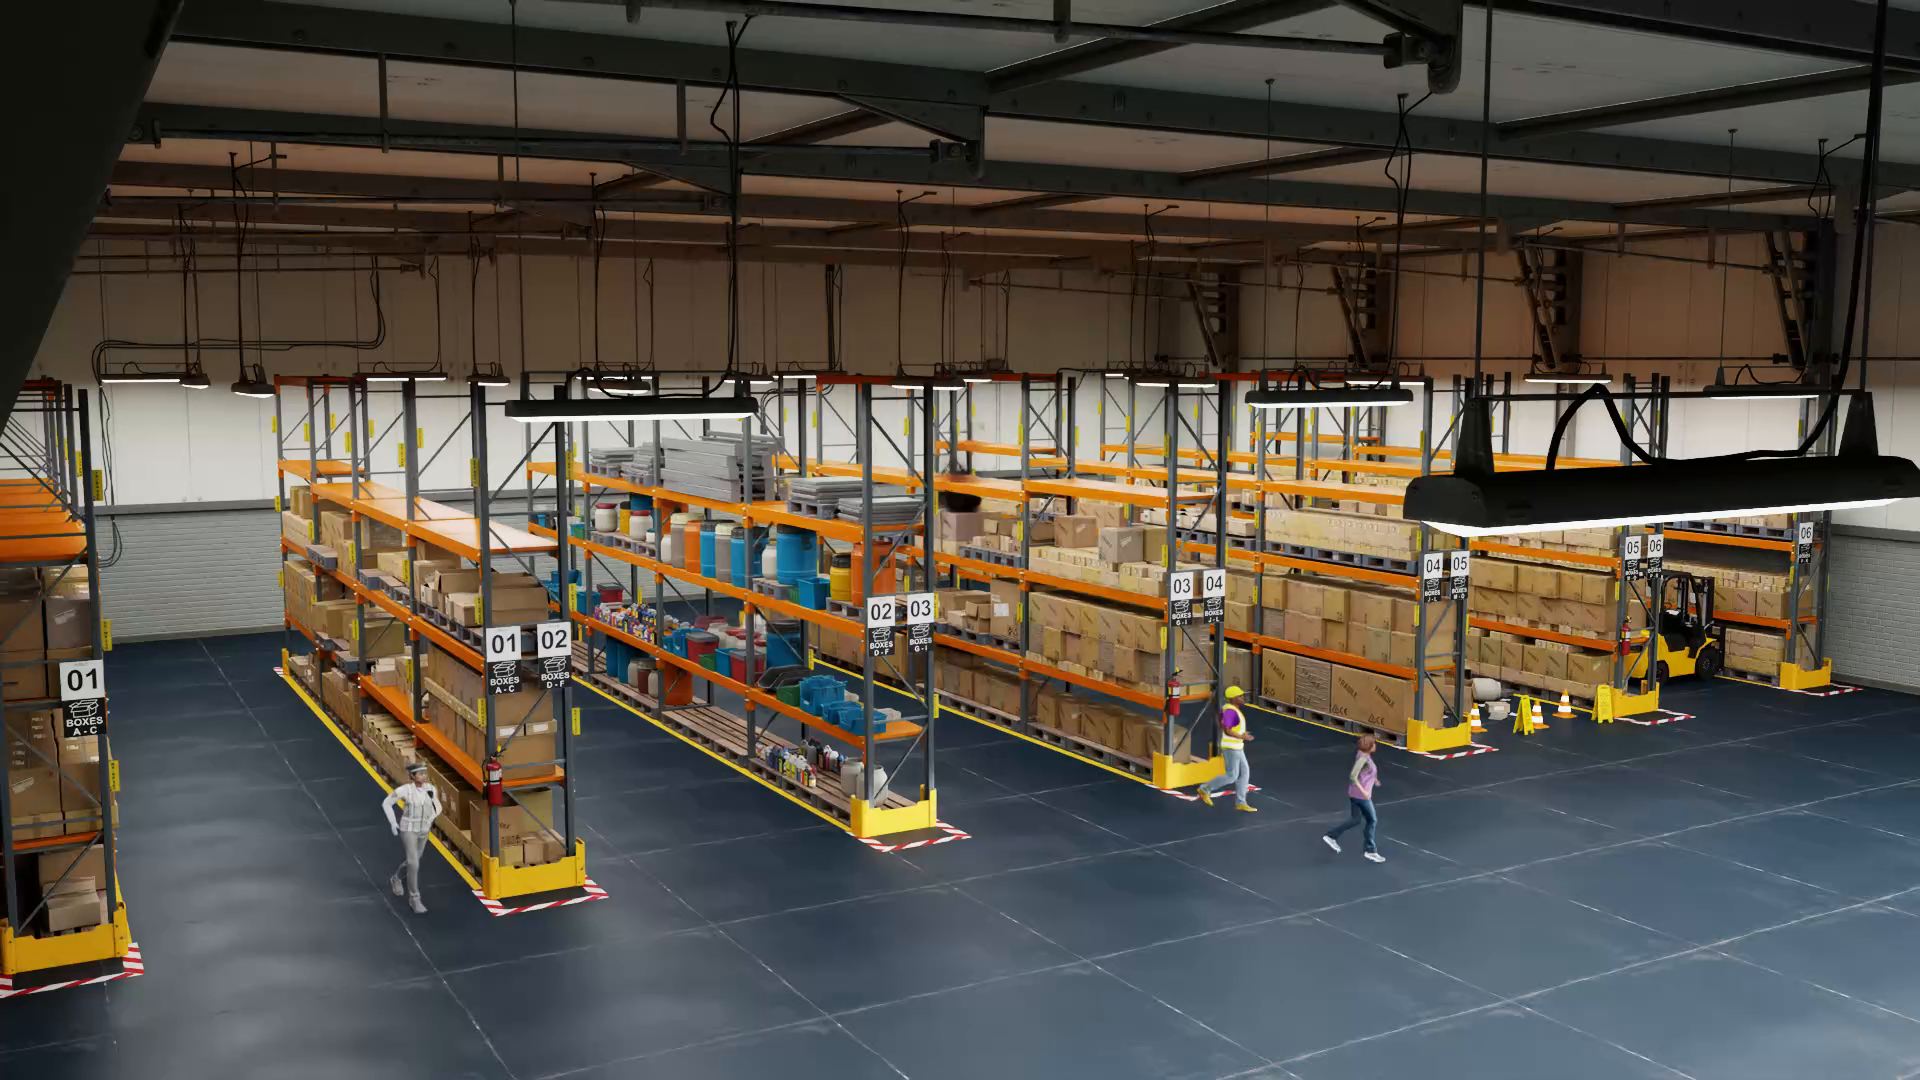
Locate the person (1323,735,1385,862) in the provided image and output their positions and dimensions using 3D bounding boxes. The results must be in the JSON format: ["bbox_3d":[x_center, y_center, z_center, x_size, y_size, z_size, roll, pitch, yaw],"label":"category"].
[{"bbox_3d":[4.984,3.244,20.976,0.775,1.612,0.536,1,6,5],"label":"person"}]

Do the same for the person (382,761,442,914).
[{"bbox_3d":[-6.330,3.402,19.318,0.868,1.716,0.635,6,8,42],"label":"person"}]

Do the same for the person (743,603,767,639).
[{"bbox_3d":[-3.929,1.965,32.427,0.592,1.646,0.519,-5,8,-37],"label":"person"}]

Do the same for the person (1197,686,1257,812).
[{"bbox_3d":[3.769,2.922,23.327,0.840,1.760,0.710,1,6,13],"label":"person"}]
